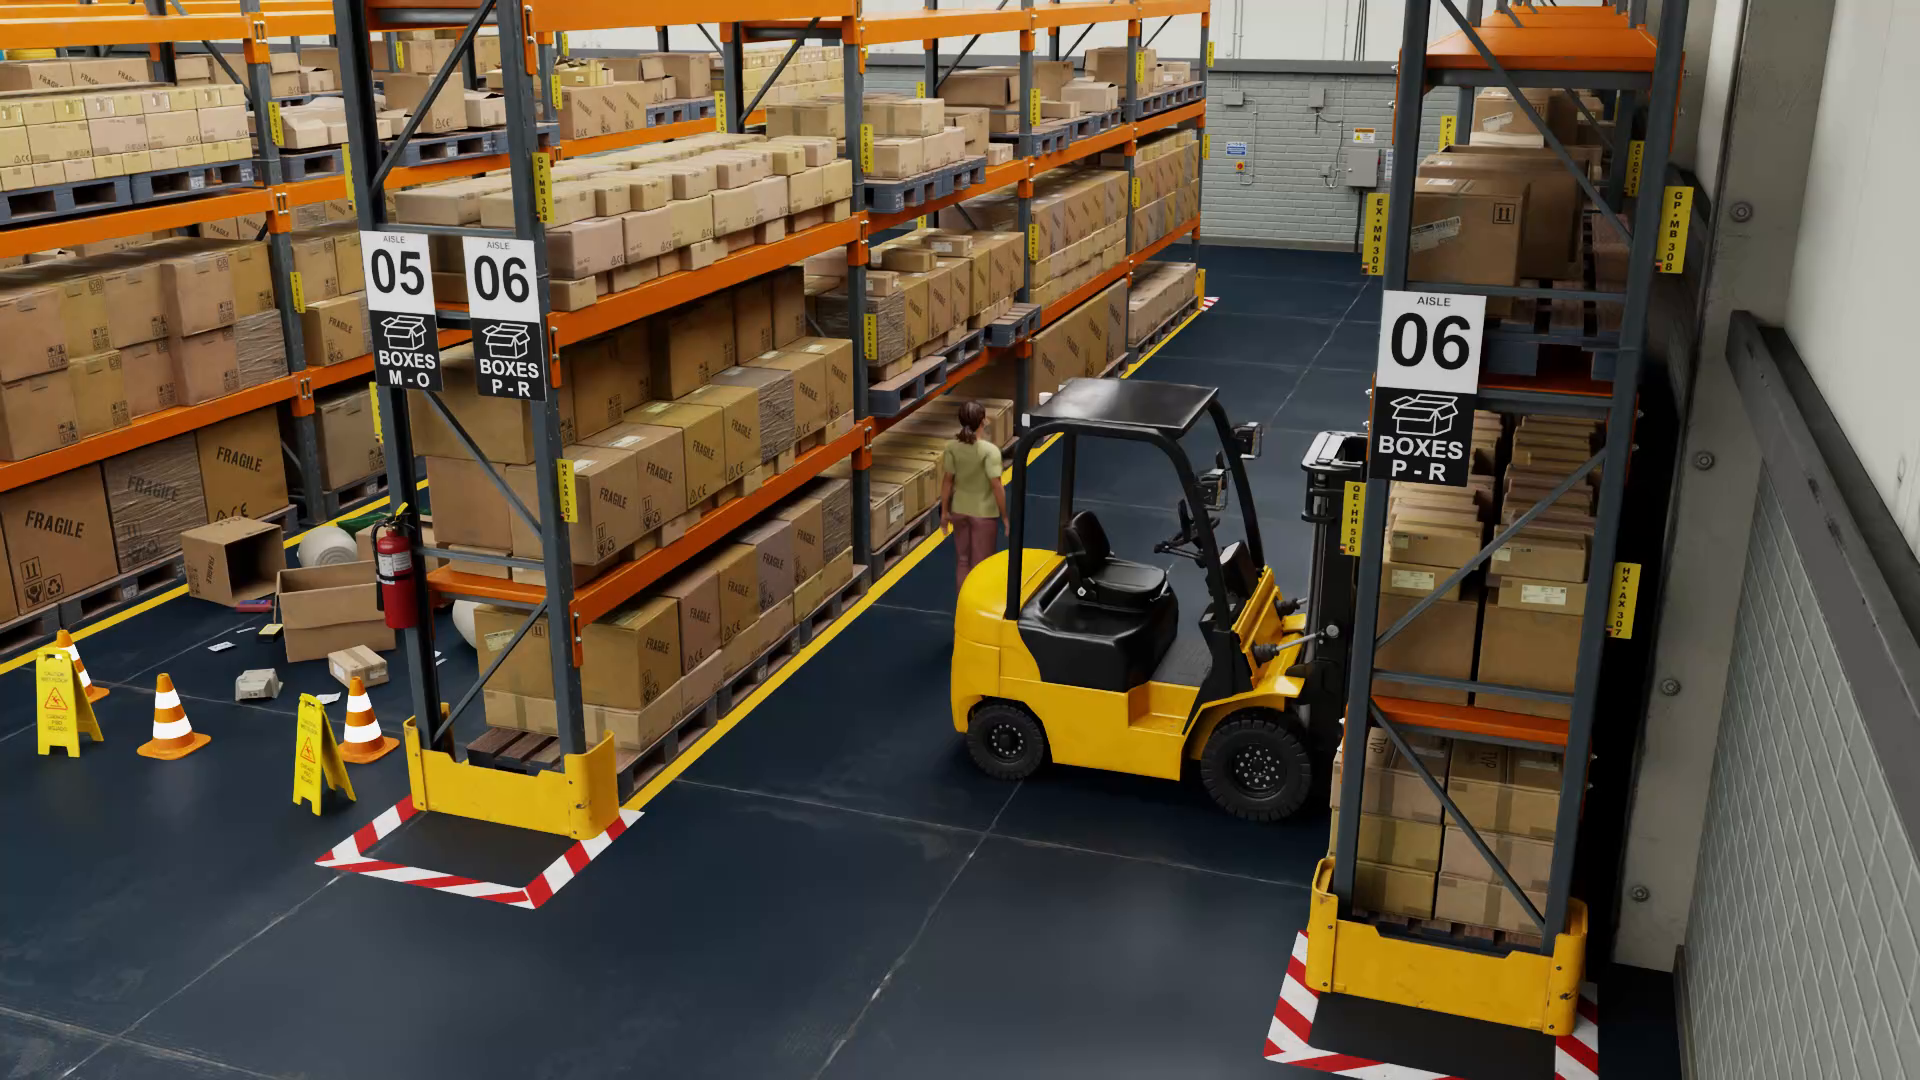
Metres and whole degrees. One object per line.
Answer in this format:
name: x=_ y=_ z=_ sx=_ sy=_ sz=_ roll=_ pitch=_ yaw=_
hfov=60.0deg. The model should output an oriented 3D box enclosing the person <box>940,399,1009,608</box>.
person: x=0.109 y=-0.151 z=11.468 sx=0.481 sy=1.672 sz=0.396 roll=11 pitch=21 yaw=29
